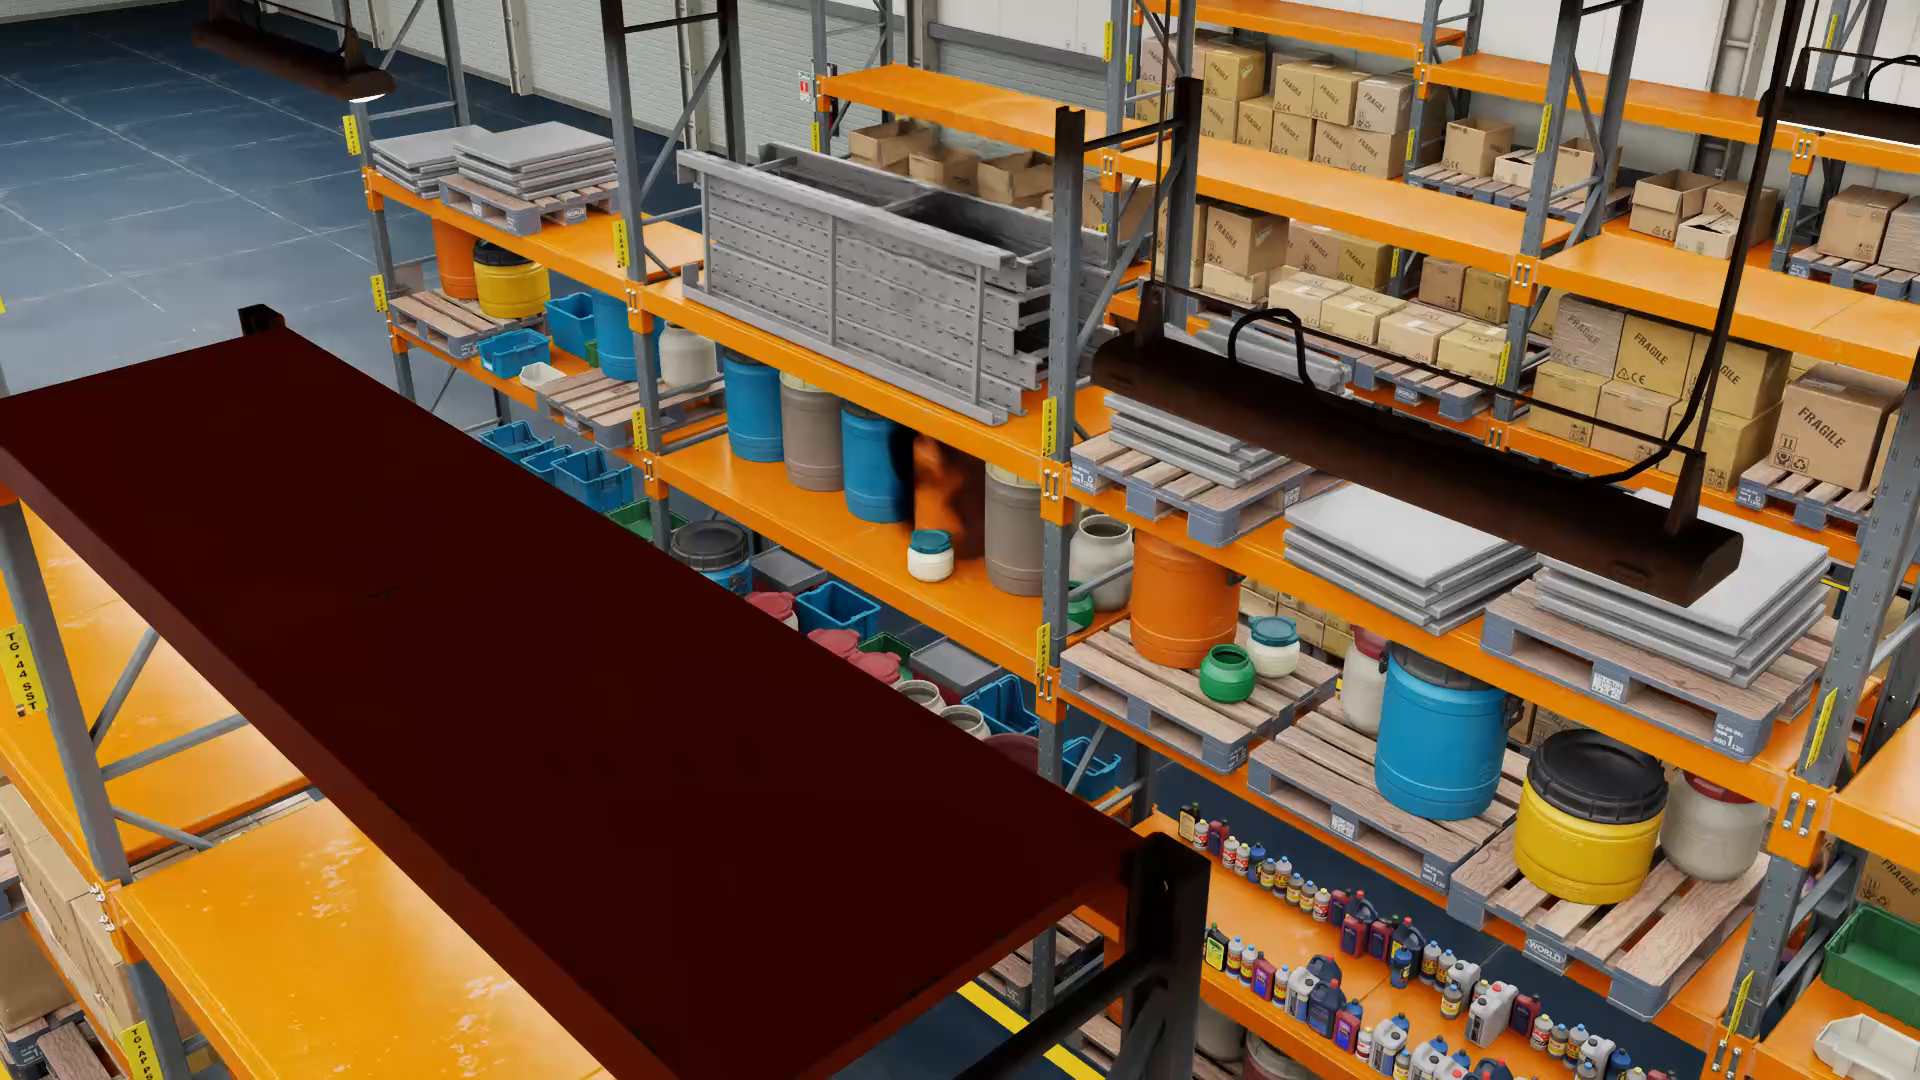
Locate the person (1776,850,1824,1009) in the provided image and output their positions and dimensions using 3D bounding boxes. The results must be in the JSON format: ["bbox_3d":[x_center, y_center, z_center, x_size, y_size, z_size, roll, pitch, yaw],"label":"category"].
[{"bbox_3d":[5.103,2.556,10.390,0.700,1.639,0.522,18,33,30],"label":"person"}]
